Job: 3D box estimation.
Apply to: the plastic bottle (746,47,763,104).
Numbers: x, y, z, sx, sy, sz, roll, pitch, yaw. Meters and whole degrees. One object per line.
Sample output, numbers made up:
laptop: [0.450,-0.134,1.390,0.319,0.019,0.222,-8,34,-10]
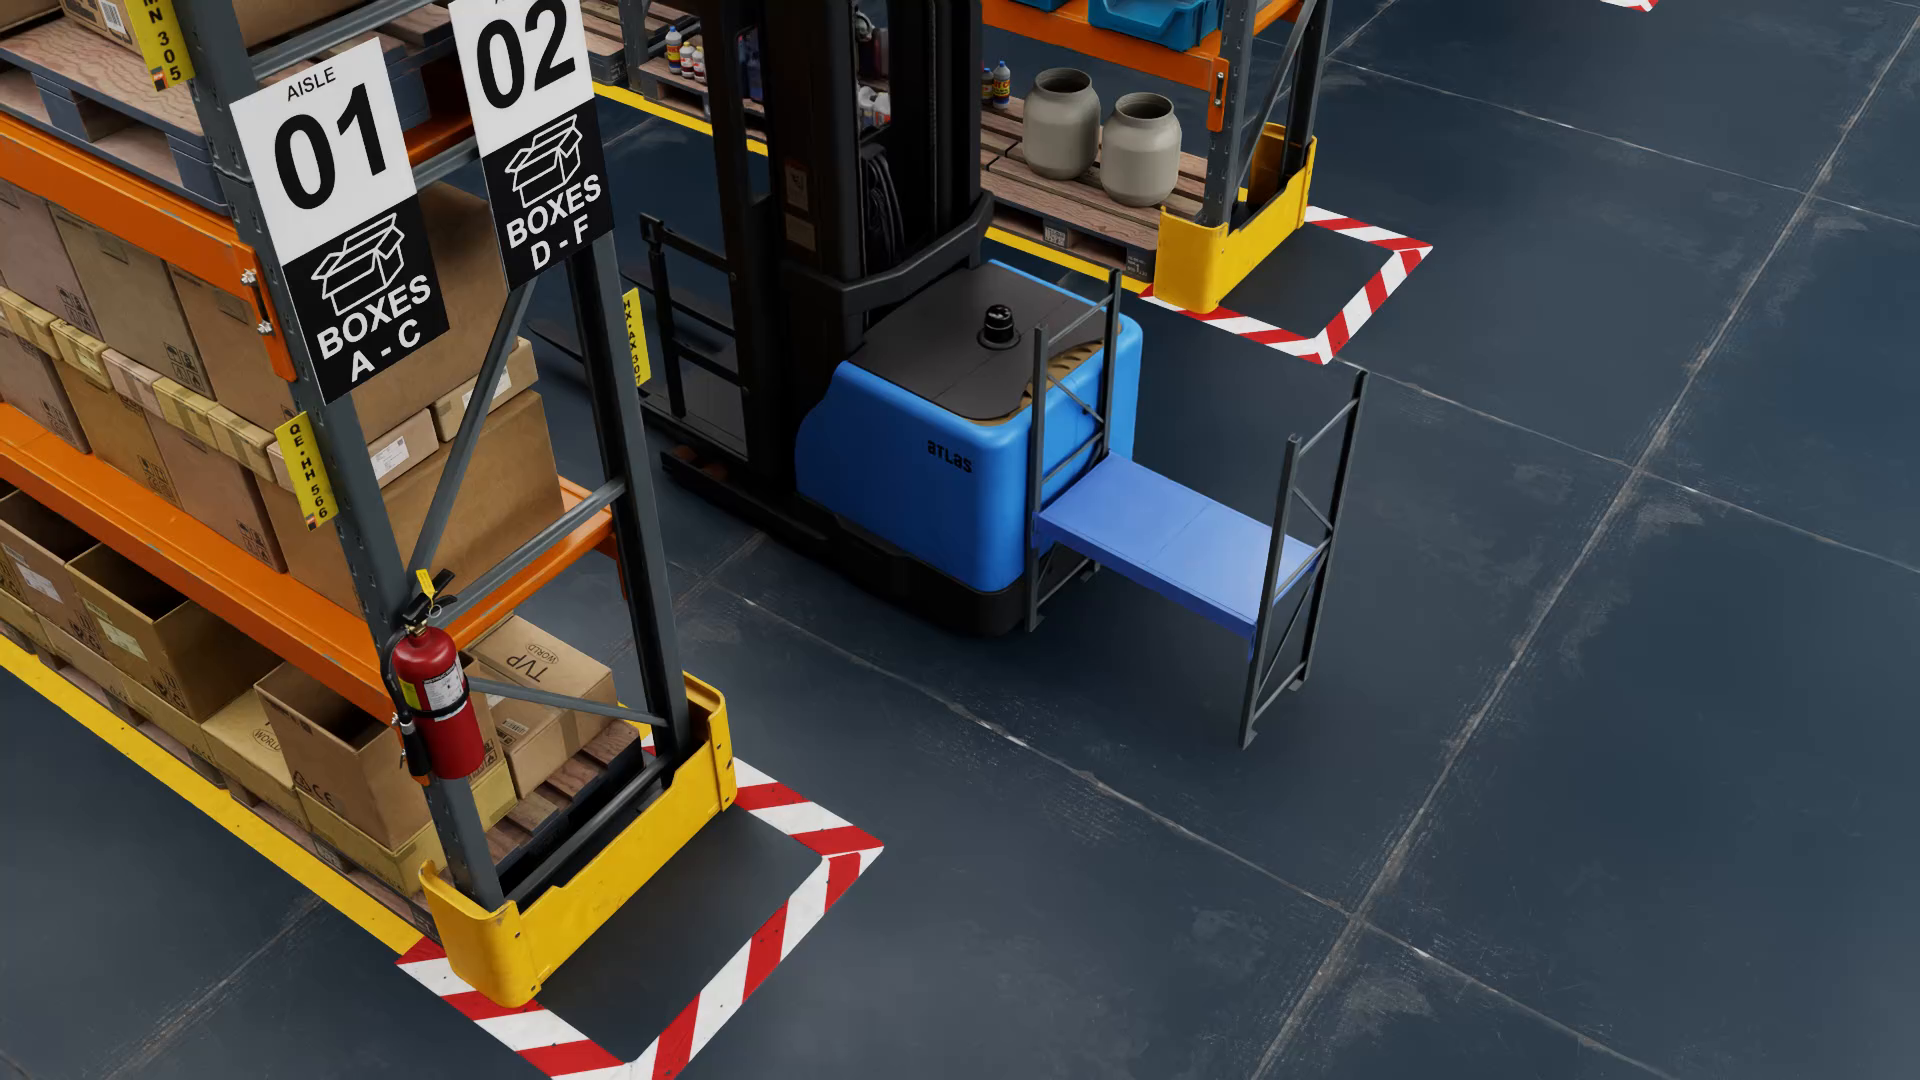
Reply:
plastic bottle: [-1.150,-2.744,9.724,0.185,0.351,0.144,23,47,24]

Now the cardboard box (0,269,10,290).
cardboard box: [-2.975,-1.250,5.350,0.500,0.500,0.700,25,48,25]

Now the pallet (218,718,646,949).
pallet: [-1.950,0.829,6.166,1.213,0.211,1.003,25,48,25]

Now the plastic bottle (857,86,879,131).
plastic bottle: [-0.512,-2.421,9.419,0.135,0.276,0.152,24,47,24]

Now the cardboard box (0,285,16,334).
cardboard box: [-2.993,-0.855,5.394,0.250,0.149,0.380,24,47,25]

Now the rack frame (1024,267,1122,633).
rack frame: [0.430,-0.312,6.474,0.032,1.500,0.500,28,49,28]

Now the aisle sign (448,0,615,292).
aisle sign: [-1.070,-1.051,4.226,0.004,0.787,0.394,25,48,25]

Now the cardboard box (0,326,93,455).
cardboard box: [-2.944,-0.755,5.769,0.500,0.500,0.700,27,48,27]

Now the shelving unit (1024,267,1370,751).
shelving unit: [0.826,-0.100,6.237,1.048,1.500,0.538,28,49,28]

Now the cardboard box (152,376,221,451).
cardboard box: [-2.146,-0.459,4.952,0.250,0.149,0.380,24,47,25]

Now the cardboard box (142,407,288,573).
cardboard box: [-2.107,-0.362,5.330,0.500,0.500,0.700,26,48,26]

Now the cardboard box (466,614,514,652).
cardboard box: [-2.023,0.411,6.288,0.500,0.250,0.500,25,48,25]

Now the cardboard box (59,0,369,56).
cardboard box: [-1.768,-1.528,3.961,0.637,0.503,0.797,28,49,28]

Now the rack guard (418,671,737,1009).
rack guard: [-1.280,1.000,5.757,0.348,0.500,1.175,25,48,25]

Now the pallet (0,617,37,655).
pallet: [-3.948,-0.106,7.210,1.213,0.211,1.003,25,48,25]

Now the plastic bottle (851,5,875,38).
plastic bottle: [-0.613,-3.065,10.083,0.185,0.351,0.144,25,47,25]

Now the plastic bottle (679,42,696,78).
plastic bottle: [-1.635,-2.896,10.005,0.097,0.201,0.097,0,42,0]

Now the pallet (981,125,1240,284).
pallet: [0.796,-1.922,9.239,1.213,0.211,1.003,25,48,25]

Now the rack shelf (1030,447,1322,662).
rack shelf: [0.826,0.034,6.357,1.000,0.185,0.538,28,49,28]

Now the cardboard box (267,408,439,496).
cardboard box: [-1.722,-0.262,4.732,0.250,0.149,0.380,24,47,25]

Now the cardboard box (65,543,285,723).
cardboard box: [-2.737,0.230,5.928,0.500,0.500,0.500,25,48,25]

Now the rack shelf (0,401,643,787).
rack shelf: [-2.937,-0.438,6.030,4.000,0.370,1.077,25,48,25]

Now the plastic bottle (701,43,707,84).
plastic bottle: [-1.438,-2.854,9.902,0.135,0.276,0.152,27,48,27]

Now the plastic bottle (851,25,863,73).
plastic bottle: [-0.651,-2.974,10.032,0.133,0.283,0.061,25,48,25]

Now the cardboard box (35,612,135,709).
cardboard box: [-3.143,0.316,6.395,0.500,0.250,0.500,25,48,25]

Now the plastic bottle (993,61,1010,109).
plastic bottle: [0.242,-2.655,9.684,0.097,0.271,0.097,0,42,0]

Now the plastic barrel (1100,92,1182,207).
plastic barrel: [0.965,-2.083,8.879,0.421,0.512,0.421,0,42,0]

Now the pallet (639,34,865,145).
pallet: [-1.201,-2.856,10.283,1.213,0.211,1.003,25,48,25]

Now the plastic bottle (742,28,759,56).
plastic bottle: [-1.222,-2.895,9.892,0.185,0.351,0.144,25,48,25]

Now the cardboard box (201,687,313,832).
cardboard box: [-2.325,0.699,5.967,0.500,0.250,0.500,25,48,25]

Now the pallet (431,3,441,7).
pallet: [-3.396,-3.882,11.430,1.213,0.211,1.003,25,48,25]

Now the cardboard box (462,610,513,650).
cardboard box: [-2.021,0.131,6.039,0.500,0.500,0.500,25,48,25]

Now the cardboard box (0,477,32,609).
cardboard box: [-3.556,-0.152,6.355,0.500,0.500,0.500,25,48,25]

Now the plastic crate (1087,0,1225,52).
plastic crate: [0.966,-2.616,8.036,0.616,0.251,0.499,25,48,25]

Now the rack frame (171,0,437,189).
rack frame: [-1.300,-2.176,2.934,0.127,3.000,1.000,25,48,25]

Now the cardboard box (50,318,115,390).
cardboard box: [-2.566,-0.657,5.173,0.250,0.149,0.380,27,48,27]

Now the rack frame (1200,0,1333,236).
rack frame: [1.548,-2.643,7.955,0.127,3.000,1.000,25,48,25]

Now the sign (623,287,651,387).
sign: [-0.976,-0.593,4.955,0.005,0.325,0.100,25,48,25]

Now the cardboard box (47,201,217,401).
cardboard box: [-2.152,-0.866,4.920,0.500,0.500,0.700,24,47,24]

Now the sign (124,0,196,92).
sign: [-1.623,-1.068,3.340,0.005,0.325,0.100,25,48,25]

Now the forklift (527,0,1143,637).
forklift: [-0.721,-1.521,6.752,3.031,2.935,1.130,28,49,28]
